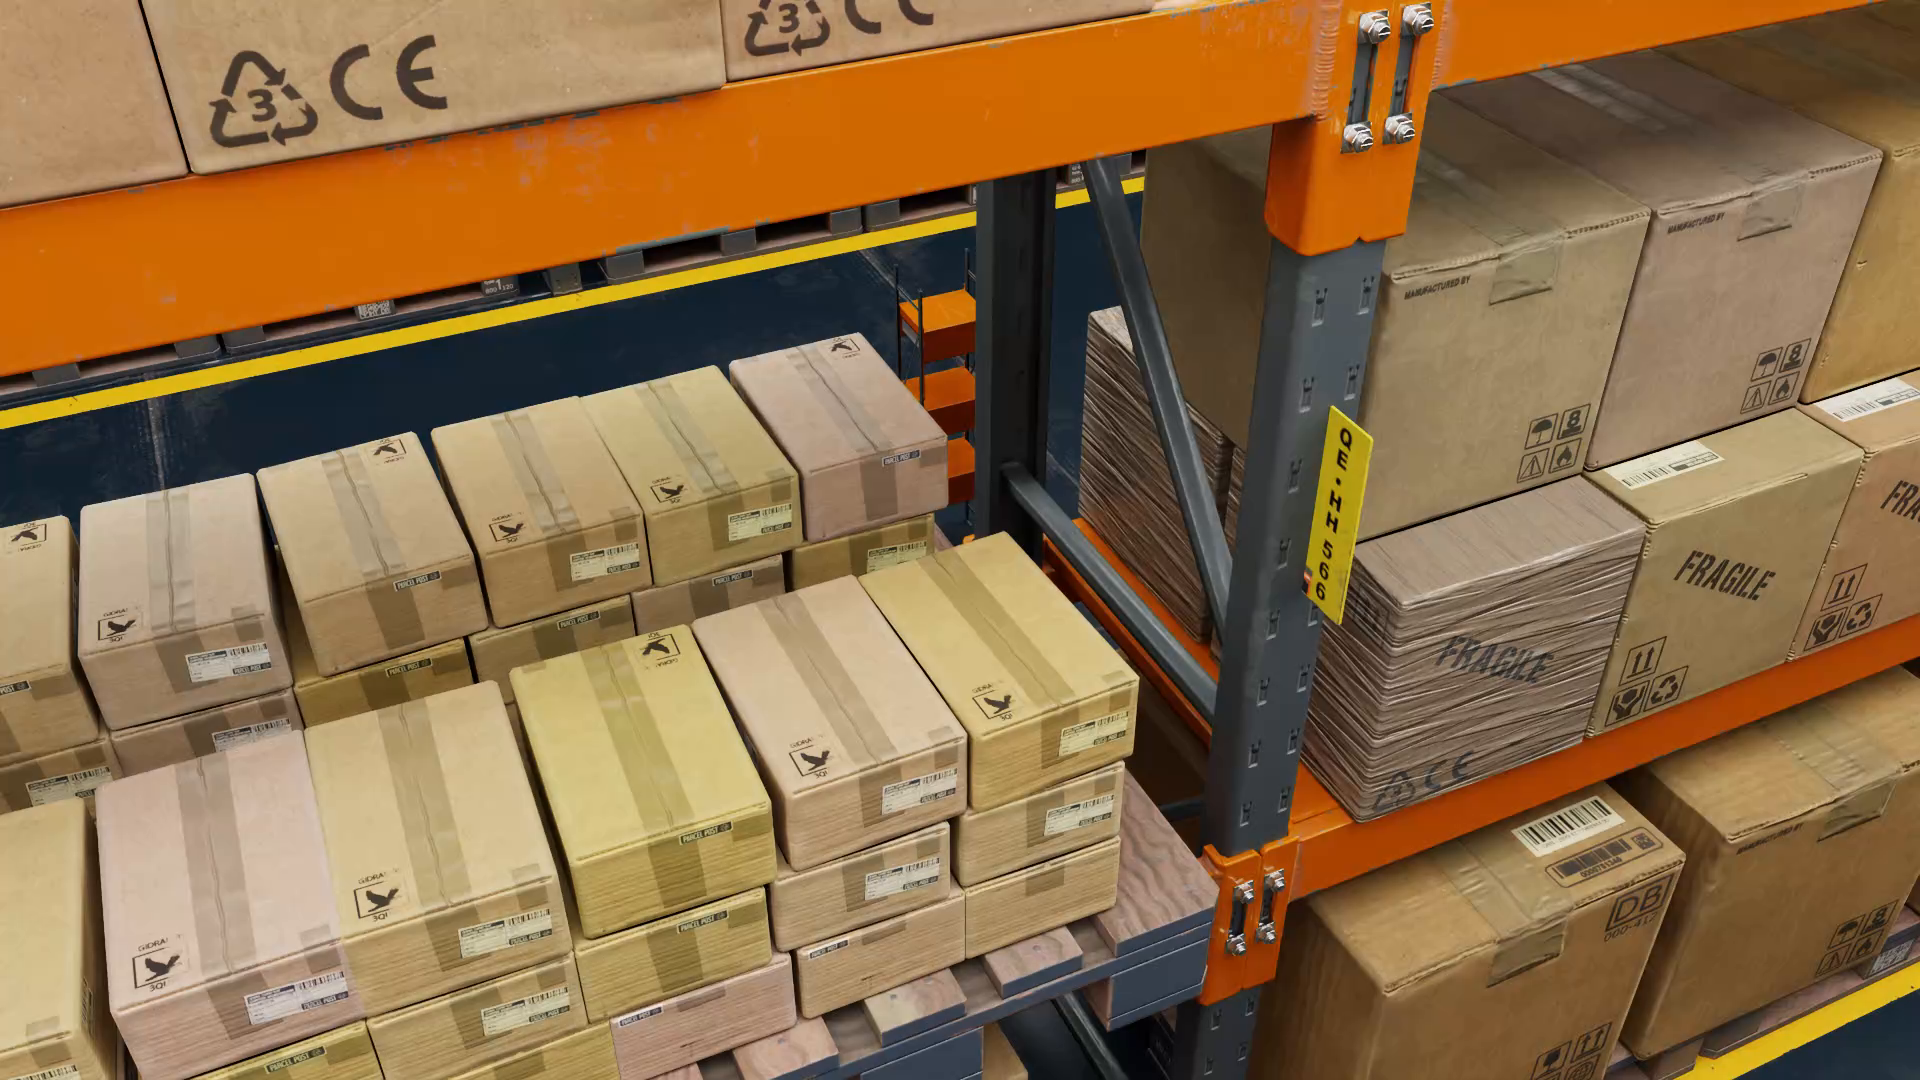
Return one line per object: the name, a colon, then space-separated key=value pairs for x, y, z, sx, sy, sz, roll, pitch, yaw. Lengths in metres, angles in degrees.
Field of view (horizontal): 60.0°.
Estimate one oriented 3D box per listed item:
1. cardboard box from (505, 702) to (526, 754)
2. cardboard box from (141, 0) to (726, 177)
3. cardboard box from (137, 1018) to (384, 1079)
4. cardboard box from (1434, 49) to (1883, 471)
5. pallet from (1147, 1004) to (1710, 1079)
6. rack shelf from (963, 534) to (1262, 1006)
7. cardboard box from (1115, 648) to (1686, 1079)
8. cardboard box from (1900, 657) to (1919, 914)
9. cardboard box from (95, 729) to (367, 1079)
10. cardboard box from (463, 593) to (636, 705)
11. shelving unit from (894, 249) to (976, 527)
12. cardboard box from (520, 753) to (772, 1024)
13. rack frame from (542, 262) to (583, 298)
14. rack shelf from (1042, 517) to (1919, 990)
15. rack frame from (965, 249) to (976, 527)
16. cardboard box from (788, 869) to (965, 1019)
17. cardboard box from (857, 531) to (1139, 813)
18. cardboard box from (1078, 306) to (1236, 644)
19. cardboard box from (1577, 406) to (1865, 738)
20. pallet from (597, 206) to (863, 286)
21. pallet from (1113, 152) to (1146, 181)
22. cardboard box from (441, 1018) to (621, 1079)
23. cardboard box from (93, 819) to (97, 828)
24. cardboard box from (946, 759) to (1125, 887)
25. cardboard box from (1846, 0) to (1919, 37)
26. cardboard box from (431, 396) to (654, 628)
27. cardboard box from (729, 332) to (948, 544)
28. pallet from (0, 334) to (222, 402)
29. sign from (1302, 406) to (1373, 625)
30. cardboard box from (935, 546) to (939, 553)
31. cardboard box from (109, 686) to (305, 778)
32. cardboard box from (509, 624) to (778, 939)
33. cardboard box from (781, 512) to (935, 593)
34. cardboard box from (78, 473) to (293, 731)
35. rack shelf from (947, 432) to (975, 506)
cardboard box: x=-0.683 y=0.184 z=2.842 sx=0.250 sy=0.149 sz=0.380 roll=-14 pitch=39 yaw=-18
cardboard box: x=-0.562 y=-0.719 z=1.599 sx=0.500 sy=0.500 sz=0.500 roll=-16 pitch=39 yaw=-20
cardboard box: x=-0.890 y=0.556 z=2.091 sx=0.250 sy=0.149 sz=0.380 roll=-16 pitch=39 yaw=-20
cardboard box: x=1.162 y=-0.568 z=3.074 sx=0.500 sy=0.500 sz=0.700 roll=-16 pitch=40 yaw=-21
pallet: x=1.040 y=1.072 z=4.127 sx=1.213 sy=0.211 sz=1.003 roll=-16 pitch=39 yaw=-20
rack shelf: x=-1.516 y=0.906 z=2.614 sx=4.000 sy=0.370 sz=1.077 roll=-16 pitch=39 yaw=-20
cardboard box: x=0.884 y=0.740 z=3.770 sx=0.750 sy=0.750 sz=1.050 roll=-16 pitch=40 yaw=-21
cardboard box: x=2.517 y=0.281 z=4.389 sx=0.750 sy=0.750 sz=1.050 roll=-16 pitch=39 yaw=-20
cardboard box: x=-0.881 y=0.432 z=2.009 sx=0.250 sy=0.149 sz=0.380 roll=-16 pitch=39 yaw=-20
cardboard box: x=-0.713 y=0.077 z=2.737 sx=0.250 sy=0.149 sz=0.380 roll=-17 pitch=40 yaw=-21
shelving unit: x=-0.048 y=-0.408 z=5.419 sx=0.252 sy=1.050 sz=0.215 roll=-16 pitch=39 yaw=-20
cardboard box: x=-0.437 y=0.431 z=2.260 sx=0.250 sy=0.149 sz=0.380 roll=-15 pitch=39 yaw=-19
rack frame: x=-1.900 y=-2.533 z=6.647 sx=0.127 sy=3.000 sz=1.000 roll=-16 pitch=39 yaw=-20
rack shelf: x=2.105 y=-0.106 z=3.979 sx=4.000 sy=0.370 sz=1.077 roll=-16 pitch=39 yaw=-20
rack frame: x=0.062 y=-0.439 z=5.461 sx=0.008 sy=1.050 sz=0.200 roll=-16 pitch=39 yaw=-20
cardboard box: x=-0.182 y=0.478 z=2.446 sx=0.250 sy=0.149 sz=0.380 roll=-16 pitch=39 yaw=-20
cardboard box: x=0.045 y=0.176 z=2.354 sx=0.250 sy=0.149 sz=0.380 roll=-17 pitch=40 yaw=-22
cardboard box: x=0.588 y=-0.188 z=3.401 sx=0.500 sy=0.500 sz=0.500 roll=-16 pitch=39 yaw=-20
cardboard box: x=1.274 y=-0.027 z=3.185 sx=0.500 sy=0.500 sz=0.500 roll=-16 pitch=39 yaw=-20
pallet: x=-1.192 y=-1.610 z=7.743 sx=1.213 sy=0.211 sz=1.003 roll=-16 pitch=39 yaw=-20
pallet: x=1.016 y=-2.227 z=8.576 sx=1.213 sy=0.211 sz=1.003 roll=-16 pitch=39 yaw=-20
cardboard box: x=-0.642 y=0.605 z=2.275 sx=0.250 sy=0.149 sz=0.380 roll=-16 pitch=40 yaw=-21
cardboard box: x=-1.396 y=0.385 z=2.572 sx=0.250 sy=0.149 sz=0.380 roll=-15 pitch=39 yaw=-19
cardboard box: x=0.041 y=0.295 z=2.444 sx=0.250 sy=0.149 sz=0.380 roll=-15 pitch=39 yaw=-19
cardboard box: x=2.088 y=-0.828 z=3.425 sx=0.500 sy=0.500 sz=0.700 roll=-16 pitch=39 yaw=-20
cardboard box: x=-0.672 y=-0.054 z=2.664 sx=0.250 sy=0.149 sz=0.380 roll=-16 pitch=39 yaw=-20
cardboard box: x=-0.210 y=-0.182 z=2.836 sx=0.250 sy=0.149 sz=0.380 roll=-16 pitch=39 yaw=-20
pallet: x=-3.749 y=-0.947 z=6.850 sx=1.213 sy=0.211 sz=1.003 roll=-16 pitch=39 yaw=-20
sign: x=0.533 y=-0.032 z=2.369 sx=0.005 sy=0.325 sz=0.100 roll=-16 pitch=39 yaw=-20
cardboard box: x=-0.197 y=0.048 z=3.026 sx=0.250 sy=0.149 sz=0.380 roll=-16 pitch=40 yaw=-21
cardboard box: x=-1.168 y=0.204 z=2.566 sx=0.250 sy=0.149 sz=0.380 roll=-16 pitch=39 yaw=-20
cardboard box: x=-0.420 y=0.304 z=2.181 sx=0.250 sy=0.149 sz=0.380 roll=-14 pitch=39 yaw=-19
cardboard box: x=-0.228 y=-0.062 z=2.924 sx=0.250 sy=0.149 sz=0.380 roll=-14 pitch=39 yaw=-18
cardboard box: x=-1.157 y=0.082 z=2.480 sx=0.250 sy=0.149 sz=0.380 roll=-14 pitch=39 yaw=-18
rack shelf: x=-0.048 y=-0.176 z=5.591 sx=0.240 sy=0.259 sz=0.215 roll=-16 pitch=39 yaw=-20
